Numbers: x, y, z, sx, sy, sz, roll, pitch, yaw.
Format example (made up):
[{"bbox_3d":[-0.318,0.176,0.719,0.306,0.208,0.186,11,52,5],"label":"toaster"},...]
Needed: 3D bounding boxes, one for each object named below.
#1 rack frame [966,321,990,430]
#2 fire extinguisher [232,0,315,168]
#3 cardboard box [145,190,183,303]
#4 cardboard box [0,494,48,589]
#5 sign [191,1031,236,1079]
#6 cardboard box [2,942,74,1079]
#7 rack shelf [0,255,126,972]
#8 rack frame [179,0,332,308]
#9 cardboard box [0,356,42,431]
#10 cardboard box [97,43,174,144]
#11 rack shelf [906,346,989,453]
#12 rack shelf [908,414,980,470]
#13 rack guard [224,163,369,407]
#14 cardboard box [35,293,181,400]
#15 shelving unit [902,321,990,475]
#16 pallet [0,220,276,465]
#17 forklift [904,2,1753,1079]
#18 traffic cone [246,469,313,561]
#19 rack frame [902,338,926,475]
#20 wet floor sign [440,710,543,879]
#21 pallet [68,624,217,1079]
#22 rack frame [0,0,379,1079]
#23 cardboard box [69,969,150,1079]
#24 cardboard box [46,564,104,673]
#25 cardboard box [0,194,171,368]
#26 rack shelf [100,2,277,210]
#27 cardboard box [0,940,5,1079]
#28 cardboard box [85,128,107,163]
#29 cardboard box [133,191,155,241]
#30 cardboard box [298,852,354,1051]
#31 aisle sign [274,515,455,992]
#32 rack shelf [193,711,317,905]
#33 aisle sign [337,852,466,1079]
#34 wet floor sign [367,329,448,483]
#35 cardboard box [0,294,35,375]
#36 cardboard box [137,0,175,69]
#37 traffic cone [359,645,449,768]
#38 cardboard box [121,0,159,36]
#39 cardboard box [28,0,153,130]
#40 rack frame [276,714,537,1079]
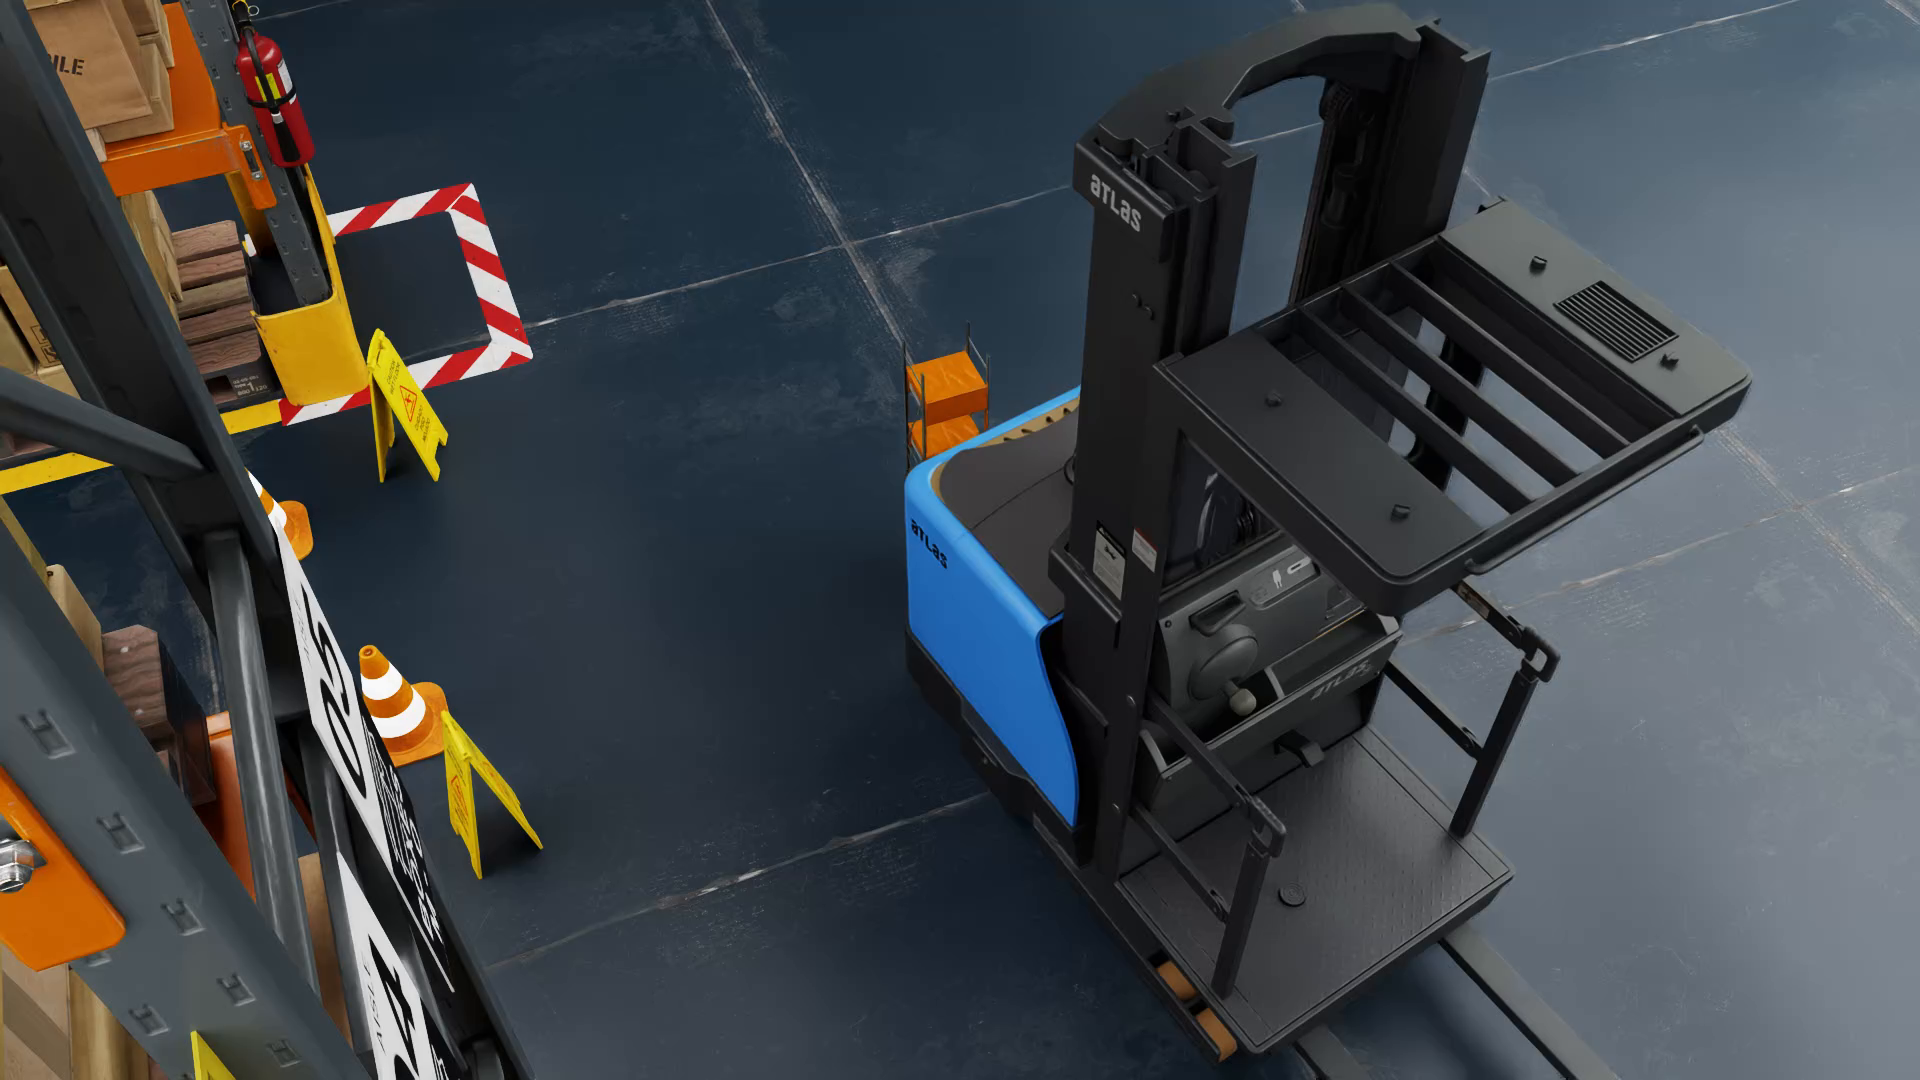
[{"bbox_3d":[0.063,-0.362,6.209,0.008,1.050,0.200,-17,52,-14],"label":"rack frame"},{"bbox_3d":[-2.556,-1.695,6.120,0.183,0.674,0.296,-17,52,-14],"label":"fire extinguisher"},{"bbox_3d":[-3.688,-1.215,7.192,0.500,0.250,0.500,-18,52,-15],"label":"cardboard box"},{"bbox_3d":[-1.415,0.200,2.025,0.500,0.250,0.500,-17,52,-14],"label":"cardboard box"},{"bbox_3d":[-0.679,0.582,1.605,0.005,0.325,0.100,-17,52,-14],"label":"sign"},{"bbox_3d":[-1.219,0.579,1.700,0.500,0.250,0.500,-17,51,-14],"label":"cardboard box"},{"bbox_3d":[-2.723,0.420,1.036,4.000,0.370,1.077,-17,52,-14],"label":"rack shelf"},{"bbox_3d":[-2.836,-2.011,6.340,0.127,3.000,1.000,-17,52,-14],"label":"rack frame"},{"bbox_3d":[-3.966,-0.688,6.740,0.500,0.250,0.500,-17,51,-14],"label":"cardboard box"},{"bbox_3d":[-3.102,-1.672,6.215,0.250,0.149,0.380,-16,51,-13],"label":"cardboard box"},{"bbox_3d":[-0.050,-0.505,5.972,0.240,0.259,0.215,-17,52,-14],"label":"rack shelf"},{"bbox_3d":[-0.050,-0.320,6.187,0.240,0.259,0.215,-17,52,-14],"label":"rack shelf"},{"bbox_3d":[-2.907,-1.175,7.270,0.348,0.500,1.175,-17,52,-14],"label":"rack guard"},{"bbox_3d":[-3.505,-0.824,6.857,0.500,0.250,0.500,-17,52,-14],"label":"cardboard box"},{"bbox_3d":[-0.050,-0.327,6.179,0.252,1.050,0.215,-17,52,-14],"label":"shelving unit"},{"bbox_3d":[-3.672,-0.872,7.201,1.213,0.211,1.003,-17,52,-14],"label":"pallet"},{"bbox_3d":[1.041,0.248,4.445,1.130,2.935,3.031,-27,55,-21],"label":"forklift"},{"bbox_3d":[-2.747,-0.155,6.419,0.334,0.463,0.336,-17,52,-14],"label":"traffic cone"},{"bbox_3d":[-0.162,-0.292,6.149,0.008,1.050,0.200,-17,52,-14],"label":"rack frame"},{"bbox_3d":[-1.593,0.805,5.474,0.232,0.644,0.267,-26,54,-20],"label":"wet floor sign"},{"bbox_3d":[-1.554,0.708,2.086,1.213,0.211,1.003,-17,52,-14],"label":"pallet"},{"bbox_3d":[-0.871,-0.518,1.104,0.127,3.000,1.000,-17,52,-14],"label":"rack frame"},{"bbox_3d":[-1.051,0.705,1.854,0.250,0.149,0.380,-17,52,-14],"label":"cardboard box"},{"bbox_3d":[-1.310,0.245,2.249,0.250,0.149,0.380,-17,51,-14],"label":"cardboard box"},{"bbox_3d":[-3.480,-1.083,6.585,0.500,0.500,0.500,-17,51,-14],"label":"cardboard box"},{"bbox_3d":[-4.688,-1.203,6.121,4.000,0.370,1.077,-17,52,-14],"label":"rack shelf"},{"bbox_3d":[-1.055,0.447,1.550,0.250,0.149,0.380,-17,51,-14],"label":"cardboard box"},{"bbox_3d":[-3.294,-1.521,6.085,0.250,0.149,0.380,-18,52,-15],"label":"cardboard box"},{"bbox_3d":[-3.710,-1.452,6.902,0.500,0.500,0.500,-19,52,-15],"label":"cardboard box"},{"bbox_3d":[-1.229,1.115,2.845,0.550,0.550,0.875,-17,52,-14],"label":"cardboard box"},{"bbox_3d":[-0.919,0.359,2.592,0.004,0.787,0.394,-17,52,-14],"label":"aisle sign"},{"bbox_3d":[-2.723,1.267,2.022,4.000,0.370,1.077,-17,52,-14],"label":"rack shelf"},{"bbox_3d":[-0.692,0.780,2.230,0.004,0.787,0.394,-17,52,-14],"label":"aisle sign"},{"bbox_3d":[-2.256,-0.547,6.635,0.232,0.644,0.267,-2,49,-1],"label":"wet floor sign"},{"bbox_3d":[-3.961,-0.931,6.455,0.500,0.500,0.500,-15,51,-13],"label":"cardboard box"},{"bbox_3d":[-3.229,-1.977,6.477,0.250,0.149,0.380,-17,51,-14],"label":"cardboard box"},{"bbox_3d":[-2.012,0.527,5.833,0.334,0.463,0.336,-17,52,-14],"label":"traffic cone"},{"bbox_3d":[-3.380,-2.199,6.240,0.500,0.500,0.500,-18,52,-15],"label":"cardboard box"},{"bbox_3d":[-3.235,-1.791,5.890,0.500,0.500,0.500,-18,52,-15],"label":"cardboard box"},{"bbox_3d":[-0.871,1.437,3.380,0.127,3.000,1.000,-17,52,-14],"label":"rack frame"}]
